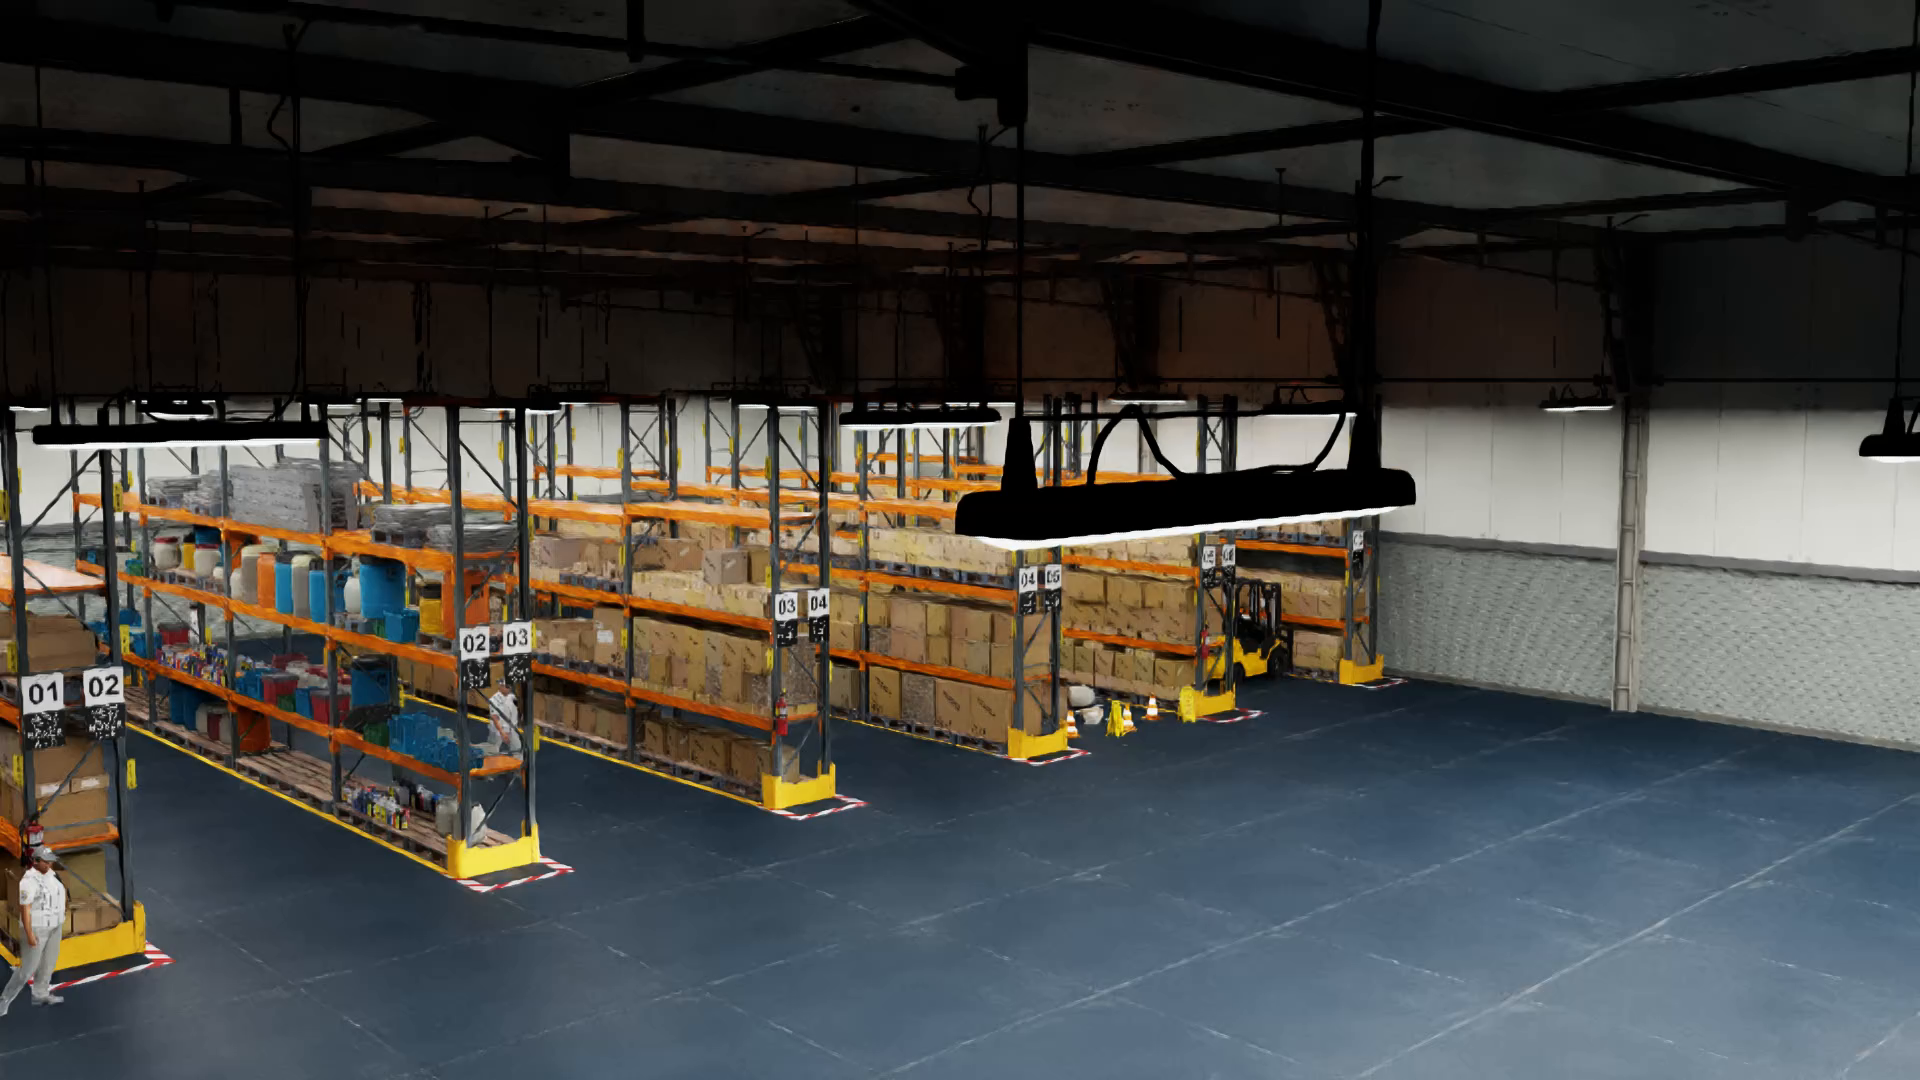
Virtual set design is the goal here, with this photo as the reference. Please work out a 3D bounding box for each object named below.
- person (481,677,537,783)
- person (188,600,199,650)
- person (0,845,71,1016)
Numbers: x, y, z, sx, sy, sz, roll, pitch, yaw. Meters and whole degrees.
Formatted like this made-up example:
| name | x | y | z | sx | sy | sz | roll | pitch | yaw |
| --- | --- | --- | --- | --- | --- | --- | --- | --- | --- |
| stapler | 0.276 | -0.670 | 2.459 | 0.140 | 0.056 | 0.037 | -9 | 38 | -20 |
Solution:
| name | x | y | z | sx | sy | sz | roll | pitch | yaw |
| --- | --- | --- | --- | --- | --- | --- | --- | --- | --- |
| person | -7.113 | 2.955 | 25.961 | 1.036 | 1.705 | 0.535 | 4 | 7 | 38 |
| person | -16.206 | 2.085 | 35.289 | 0.448 | 1.676 | 0.582 | -2 | 6 | -19 |
| person | -9.315 | 3.903 | 16.660 | 0.539 | 1.652 | 0.693 | 0 | 6 | 5 |
